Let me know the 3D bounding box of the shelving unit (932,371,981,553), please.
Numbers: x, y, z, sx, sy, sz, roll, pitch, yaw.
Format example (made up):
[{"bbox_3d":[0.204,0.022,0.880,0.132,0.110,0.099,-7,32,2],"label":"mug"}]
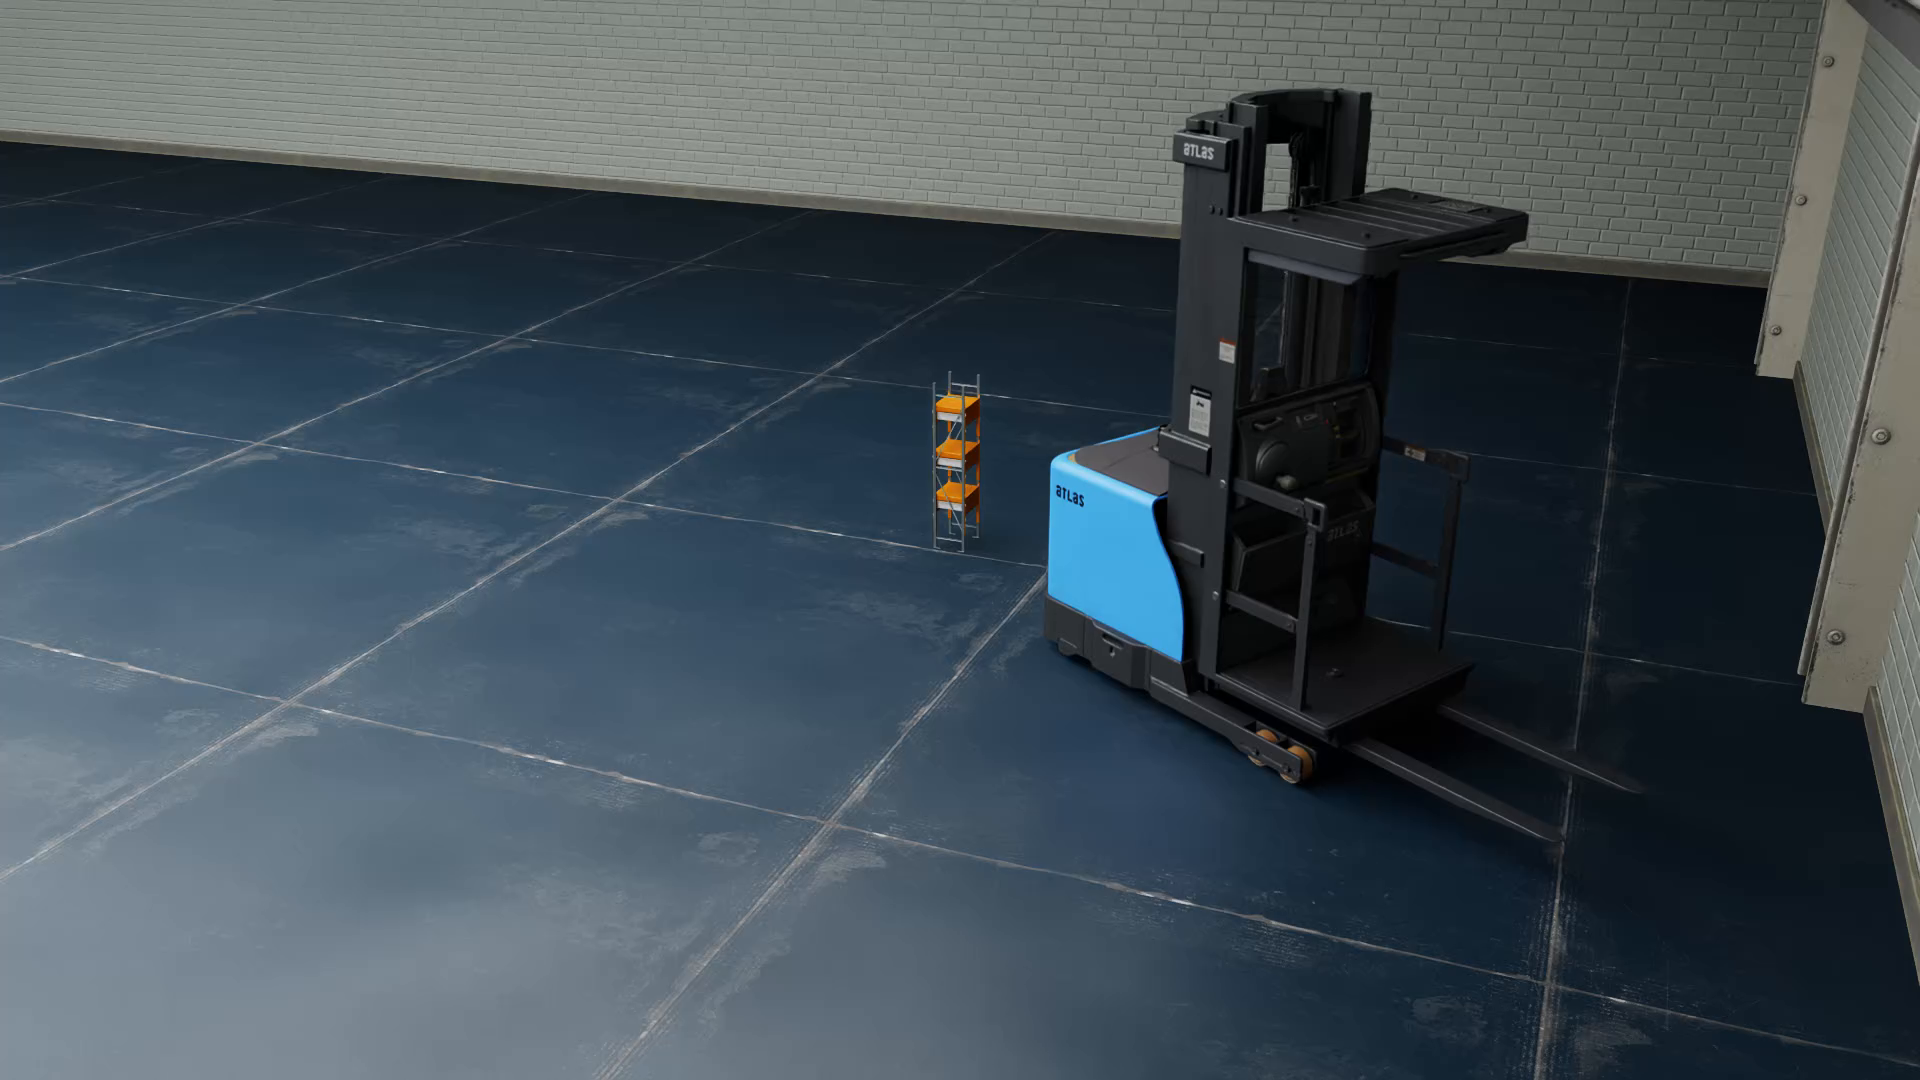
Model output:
[{"bbox_3d":[-0.020,-0.465,10.002,0.215,1.050,0.252,9,24,20],"label":"shelving unit"}]

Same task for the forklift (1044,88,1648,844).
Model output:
[{"bbox_3d":[1.749,-0.458,7.544,1.130,2.935,3.031,-17,28,-35],"label":"forklift"}]

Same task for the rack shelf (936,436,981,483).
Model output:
[{"bbox_3d":[-0.020,-0.456,10.006,0.215,0.259,0.240,9,24,20],"label":"rack shelf"}]

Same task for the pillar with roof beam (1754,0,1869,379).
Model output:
[{"bbox_3d":[2.652,-6.150,13.298,9.100,9.000,0.400,9,24,20],"label":"pillar with roof beam"}]

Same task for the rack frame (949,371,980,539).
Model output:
[{"bbox_3d":[0.025,-0.509,10.106,0.200,1.050,0.008,9,24,20],"label":"rack frame"}]

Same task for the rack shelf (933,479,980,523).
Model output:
[{"bbox_3d":[-0.020,-0.199,10.113,0.215,0.259,0.240,9,24,20],"label":"rack shelf"}]

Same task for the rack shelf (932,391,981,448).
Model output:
[{"bbox_3d":[-0.020,-0.717,9.897,0.215,0.259,0.240,9,24,20],"label":"rack shelf"}]

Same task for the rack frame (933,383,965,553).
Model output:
[{"bbox_3d":[-0.065,-0.422,9.897,0.200,1.050,0.008,9,24,20],"label":"rack frame"}]

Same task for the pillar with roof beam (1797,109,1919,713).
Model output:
[{"bbox_3d":[0.423,-4.003,8.157,9.100,9.000,0.400,9,24,20],"label":"pillar with roof beam"}]
